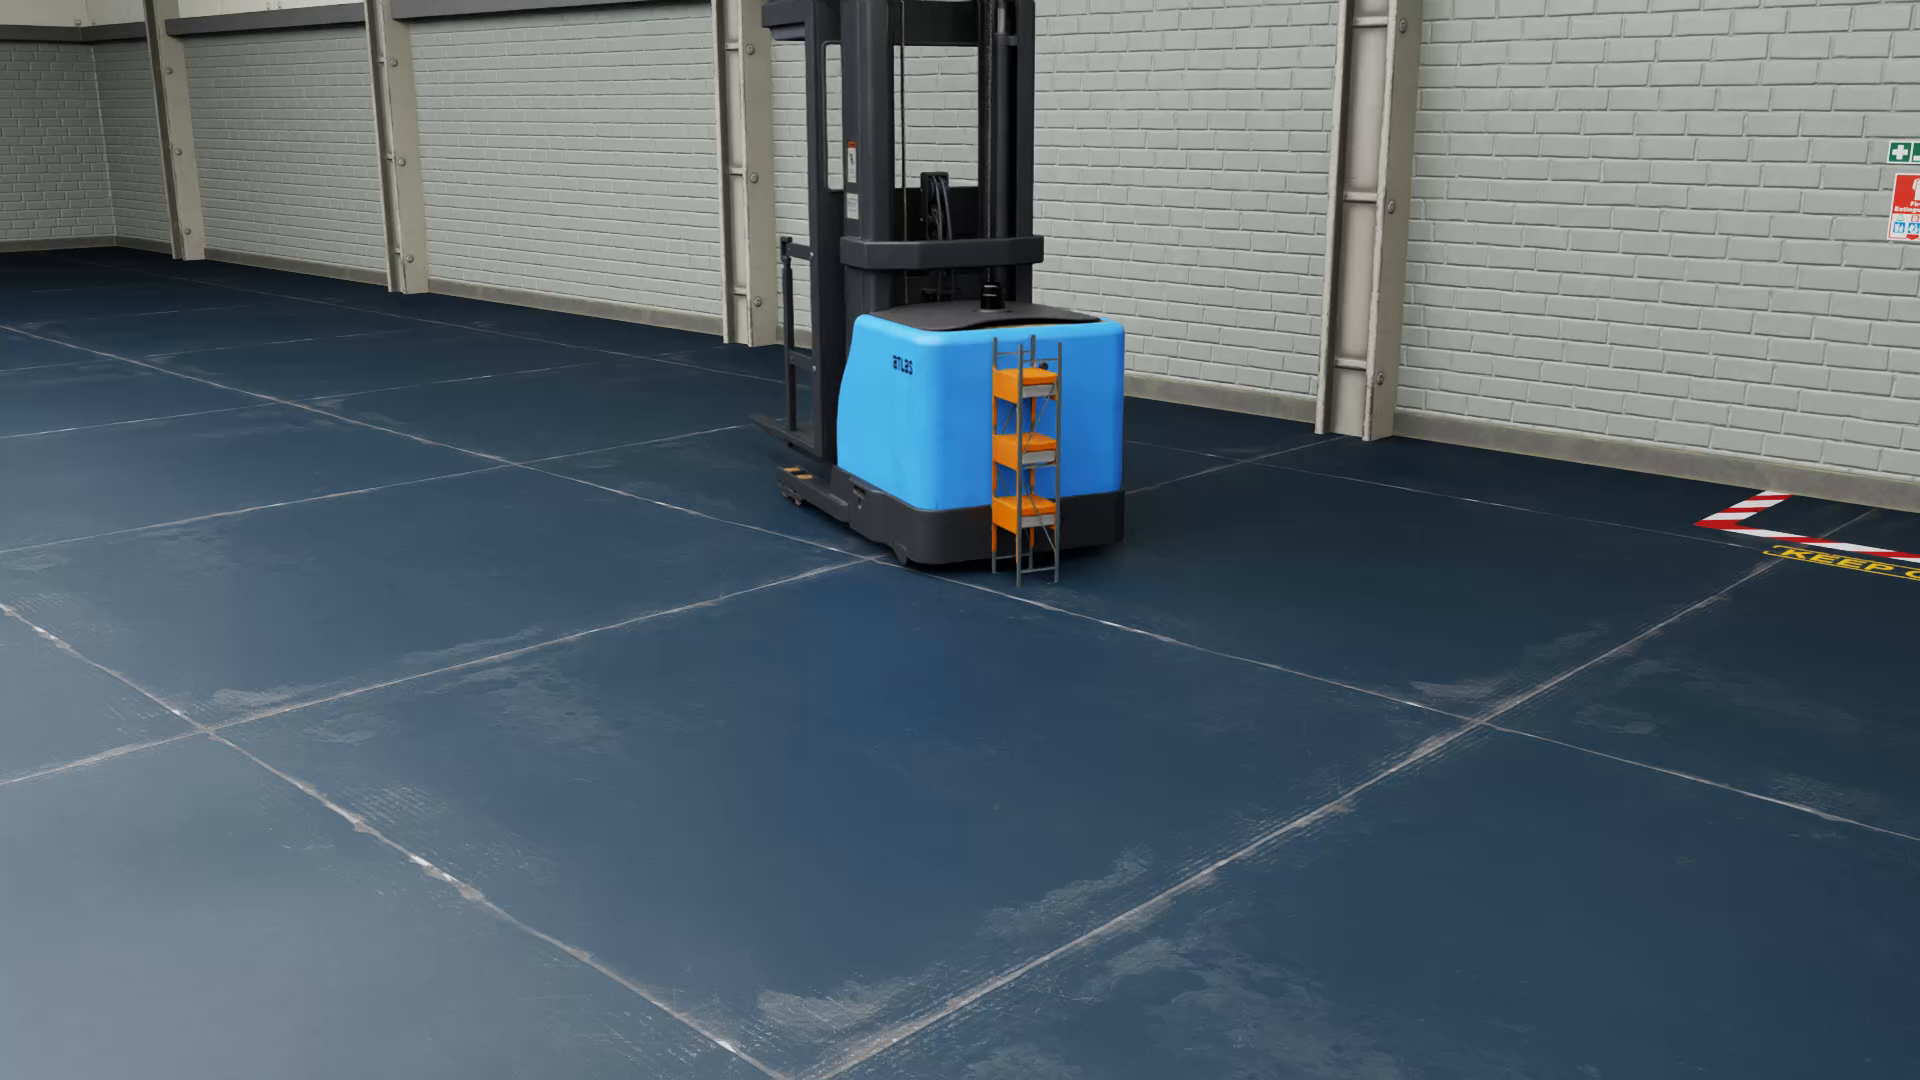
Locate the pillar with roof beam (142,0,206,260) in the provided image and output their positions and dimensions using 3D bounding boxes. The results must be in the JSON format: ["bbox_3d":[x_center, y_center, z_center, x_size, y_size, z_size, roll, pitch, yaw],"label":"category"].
[{"bbox_3d":[-13.452,-7.396,18.468,0.400,9.000,9.100,14,20,42],"label":"pillar with roof beam"}]

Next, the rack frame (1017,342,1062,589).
[{"bbox_3d":[0.335,-0.310,7.039,0.200,1.050,0.008,-7,16,-24],"label":"rack frame"}]

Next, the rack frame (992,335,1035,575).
[{"bbox_3d":[0.233,-0.366,7.254,0.200,1.050,0.008,-7,16,-24],"label":"rack frame"}]

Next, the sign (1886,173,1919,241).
[{"bbox_3d":[4.734,-1.646,8.229,0.234,0.329,0.001,14,20,42],"label":"sign"}]

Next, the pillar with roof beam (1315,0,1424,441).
[{"bbox_3d":[-0.494,-4.245,6.378,0.400,9.000,9.100,14,20,42],"label":"pillar with roof beam"}]

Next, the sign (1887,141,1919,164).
[{"bbox_3d":[4.731,-1.900,8.153,0.331,0.109,0.001,14,20,42],"label":"sign"}]

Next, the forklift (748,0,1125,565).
[{"bbox_3d":[-0.321,-1.635,8.392,1.130,2.935,3.031,-7,16,-24],"label":"forklift"}]

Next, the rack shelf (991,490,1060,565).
[{"bbox_3d":[0.284,-0.059,7.219,0.215,0.259,0.240,-7,16,-24],"label":"rack shelf"}]

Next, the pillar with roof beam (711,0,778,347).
[{"bbox_3d":[-4.813,-5.295,10.408,0.400,9.000,9.100,14,20,42],"label":"pillar with roof beam"}]

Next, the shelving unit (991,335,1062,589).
[{"bbox_3d":[0.284,-0.338,7.147,0.215,1.050,0.252,-7,16,-24],"label":"shelving unit"}]

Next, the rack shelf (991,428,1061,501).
[{"bbox_3d":[0.284,-0.328,7.149,0.215,0.259,0.240,-7,16,-24],"label":"rack shelf"}]

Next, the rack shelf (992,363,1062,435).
[{"bbox_3d":[0.284,-0.602,7.078,0.215,0.259,0.240,-7,16,-24],"label":"rack shelf"}]

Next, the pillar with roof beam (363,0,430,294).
[{"bbox_3d":[-9.133,-6.346,14.438,0.400,9.000,9.100,14,20,42],"label":"pillar with roof beam"}]
